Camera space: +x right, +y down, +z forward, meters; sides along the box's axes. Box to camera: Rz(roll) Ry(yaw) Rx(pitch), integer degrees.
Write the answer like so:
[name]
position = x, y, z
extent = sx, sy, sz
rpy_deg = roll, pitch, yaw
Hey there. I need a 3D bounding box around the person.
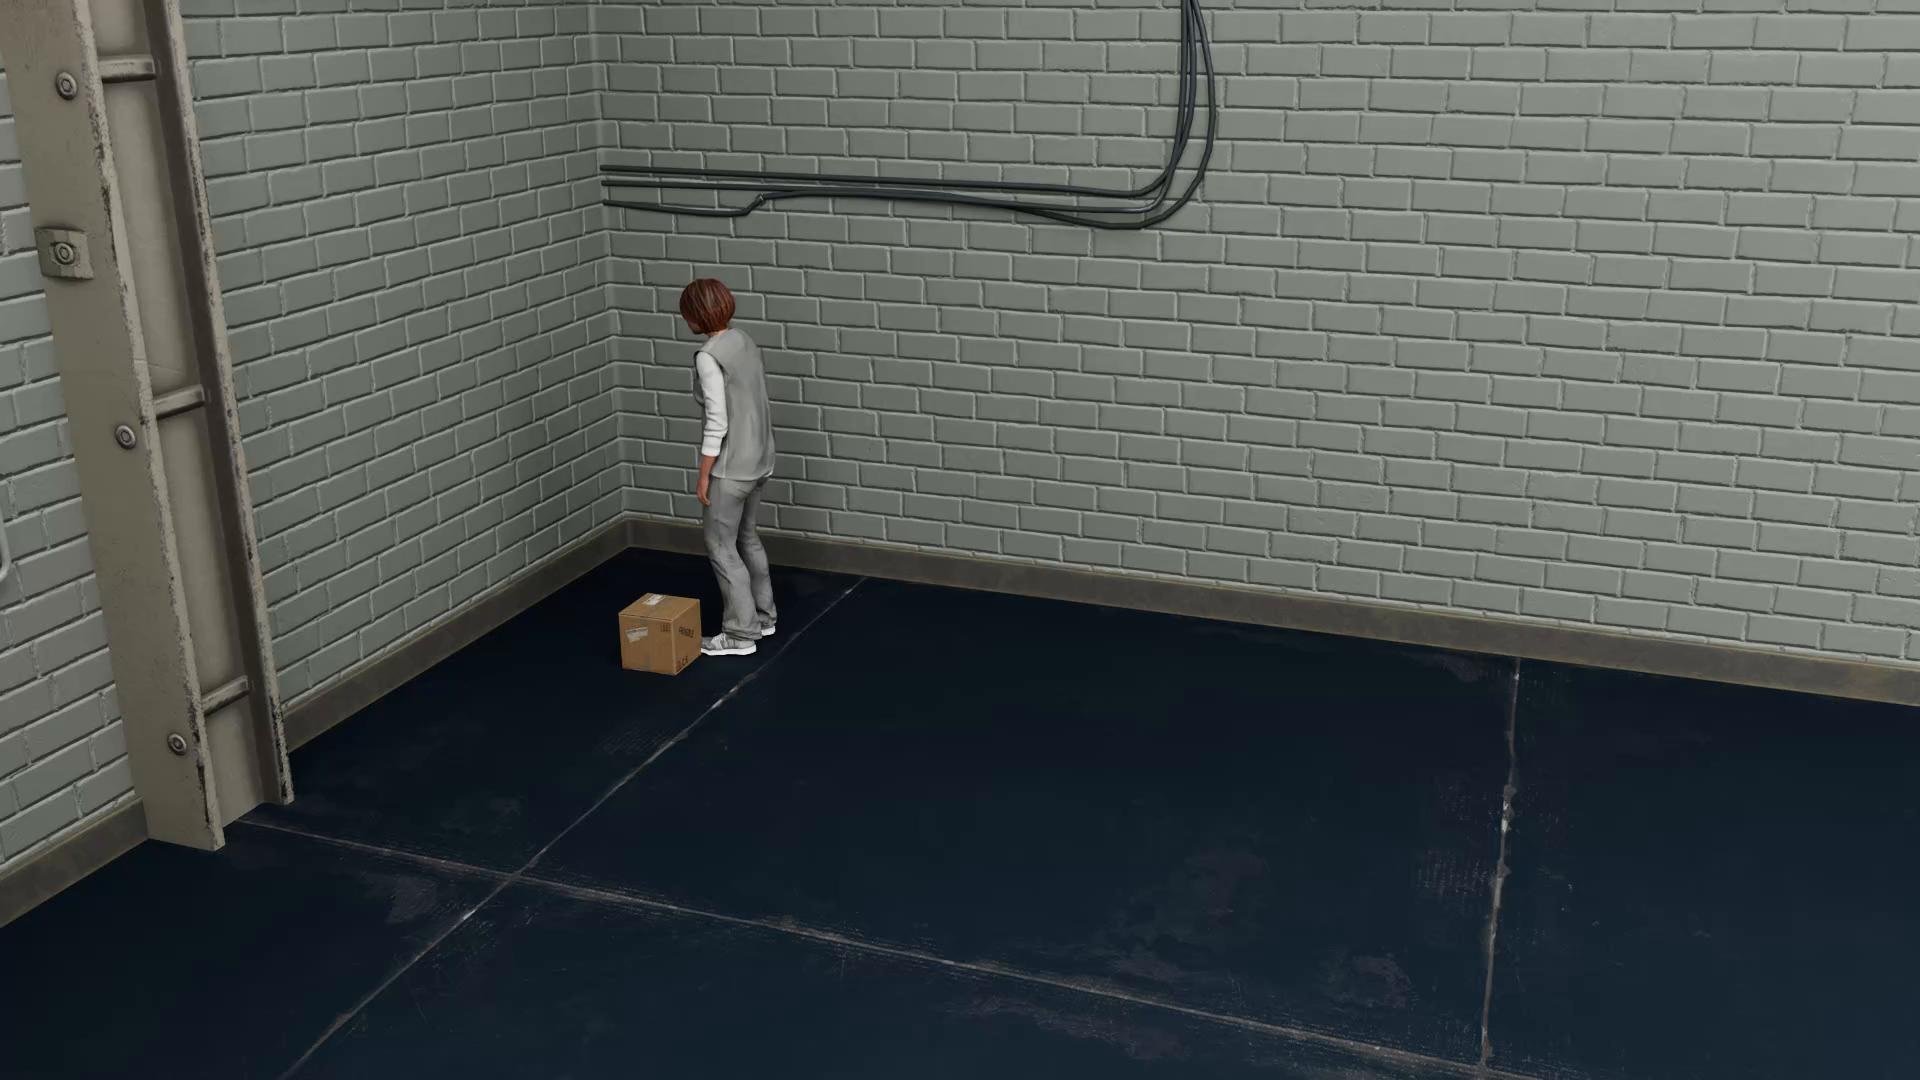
[person]
position = -0.965, -0.620, 6.835
extent = 0.333, 0.908, 0.461
rpy_deg = 6, 20, 18
